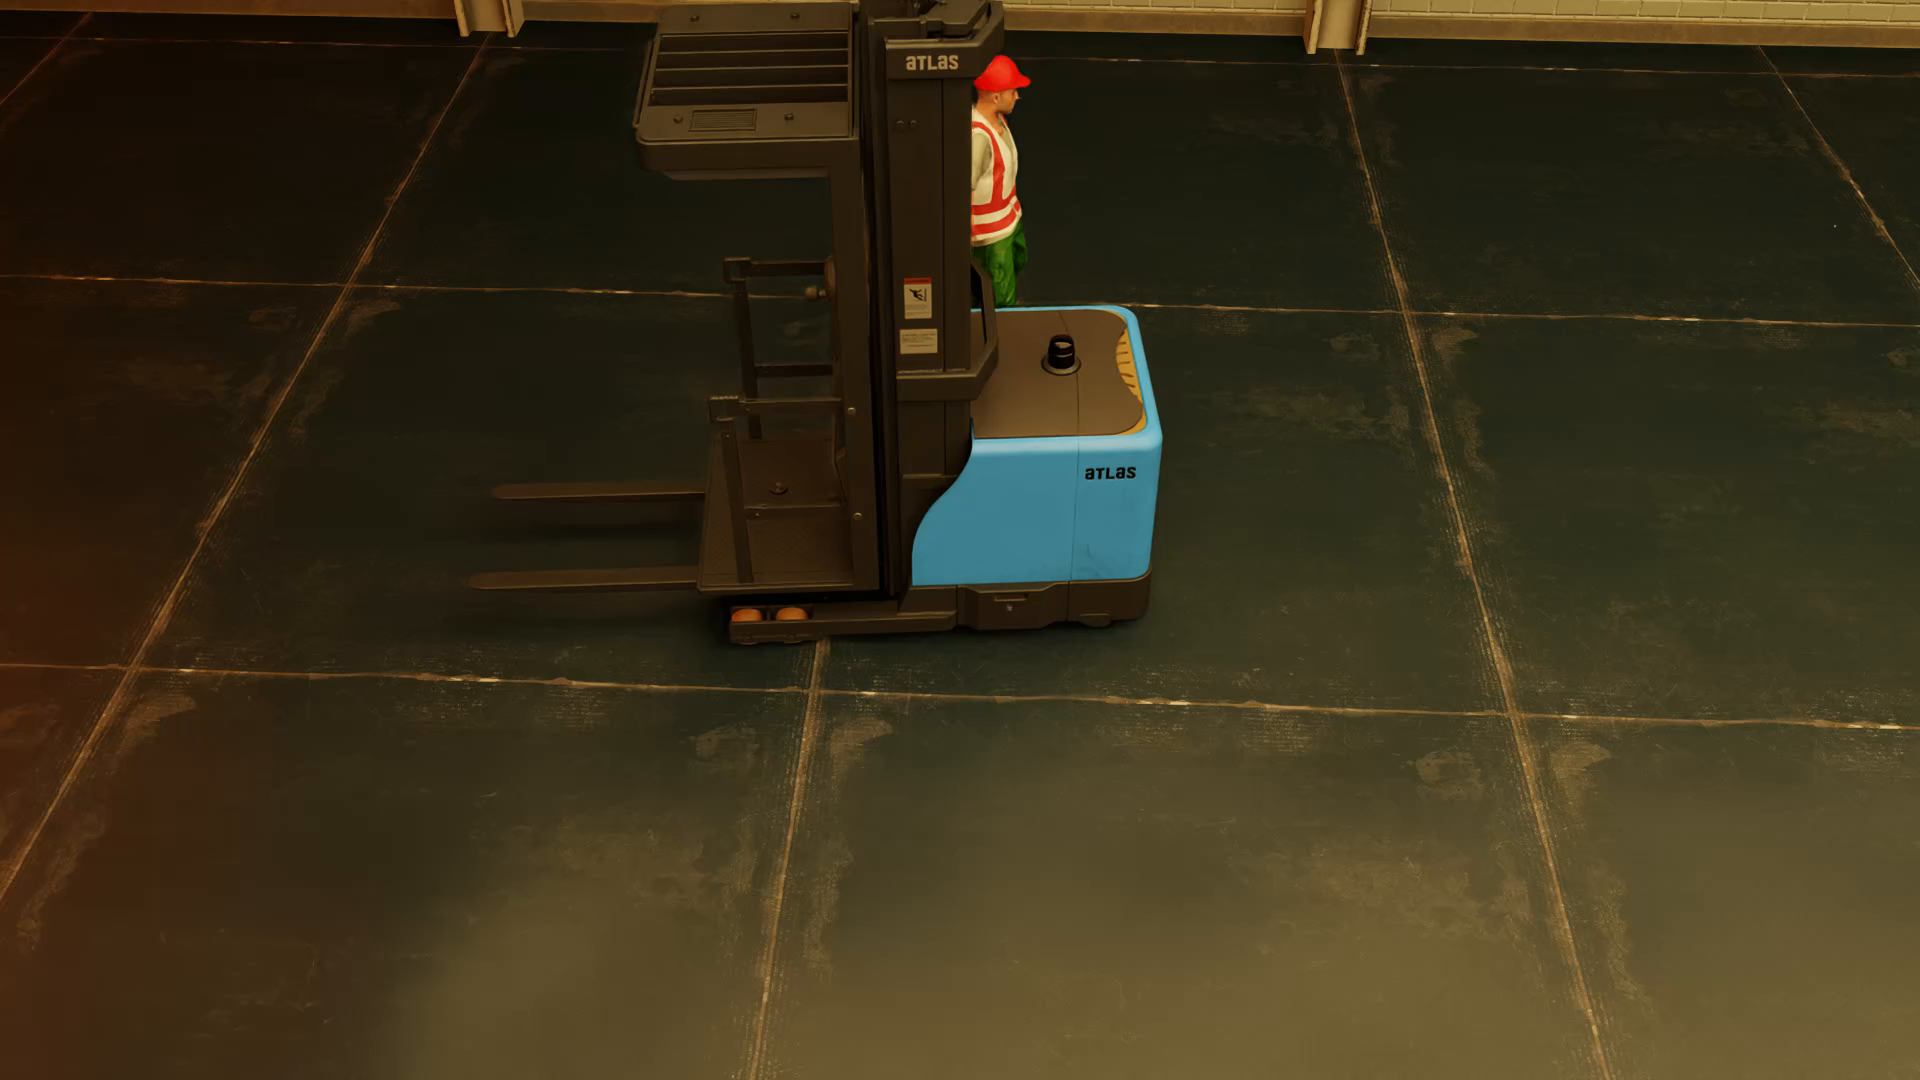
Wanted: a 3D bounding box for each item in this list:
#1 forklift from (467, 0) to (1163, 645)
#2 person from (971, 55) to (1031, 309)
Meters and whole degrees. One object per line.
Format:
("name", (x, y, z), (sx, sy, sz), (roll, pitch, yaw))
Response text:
("forklift", (-0.684, -0.983, 6.819), (3.031, 2.935, 1.130), (-2, 42, -2))
("person", (0.081, -1.589, 8.382), (0.484, 1.705, 0.911), (10, 43, 10))
